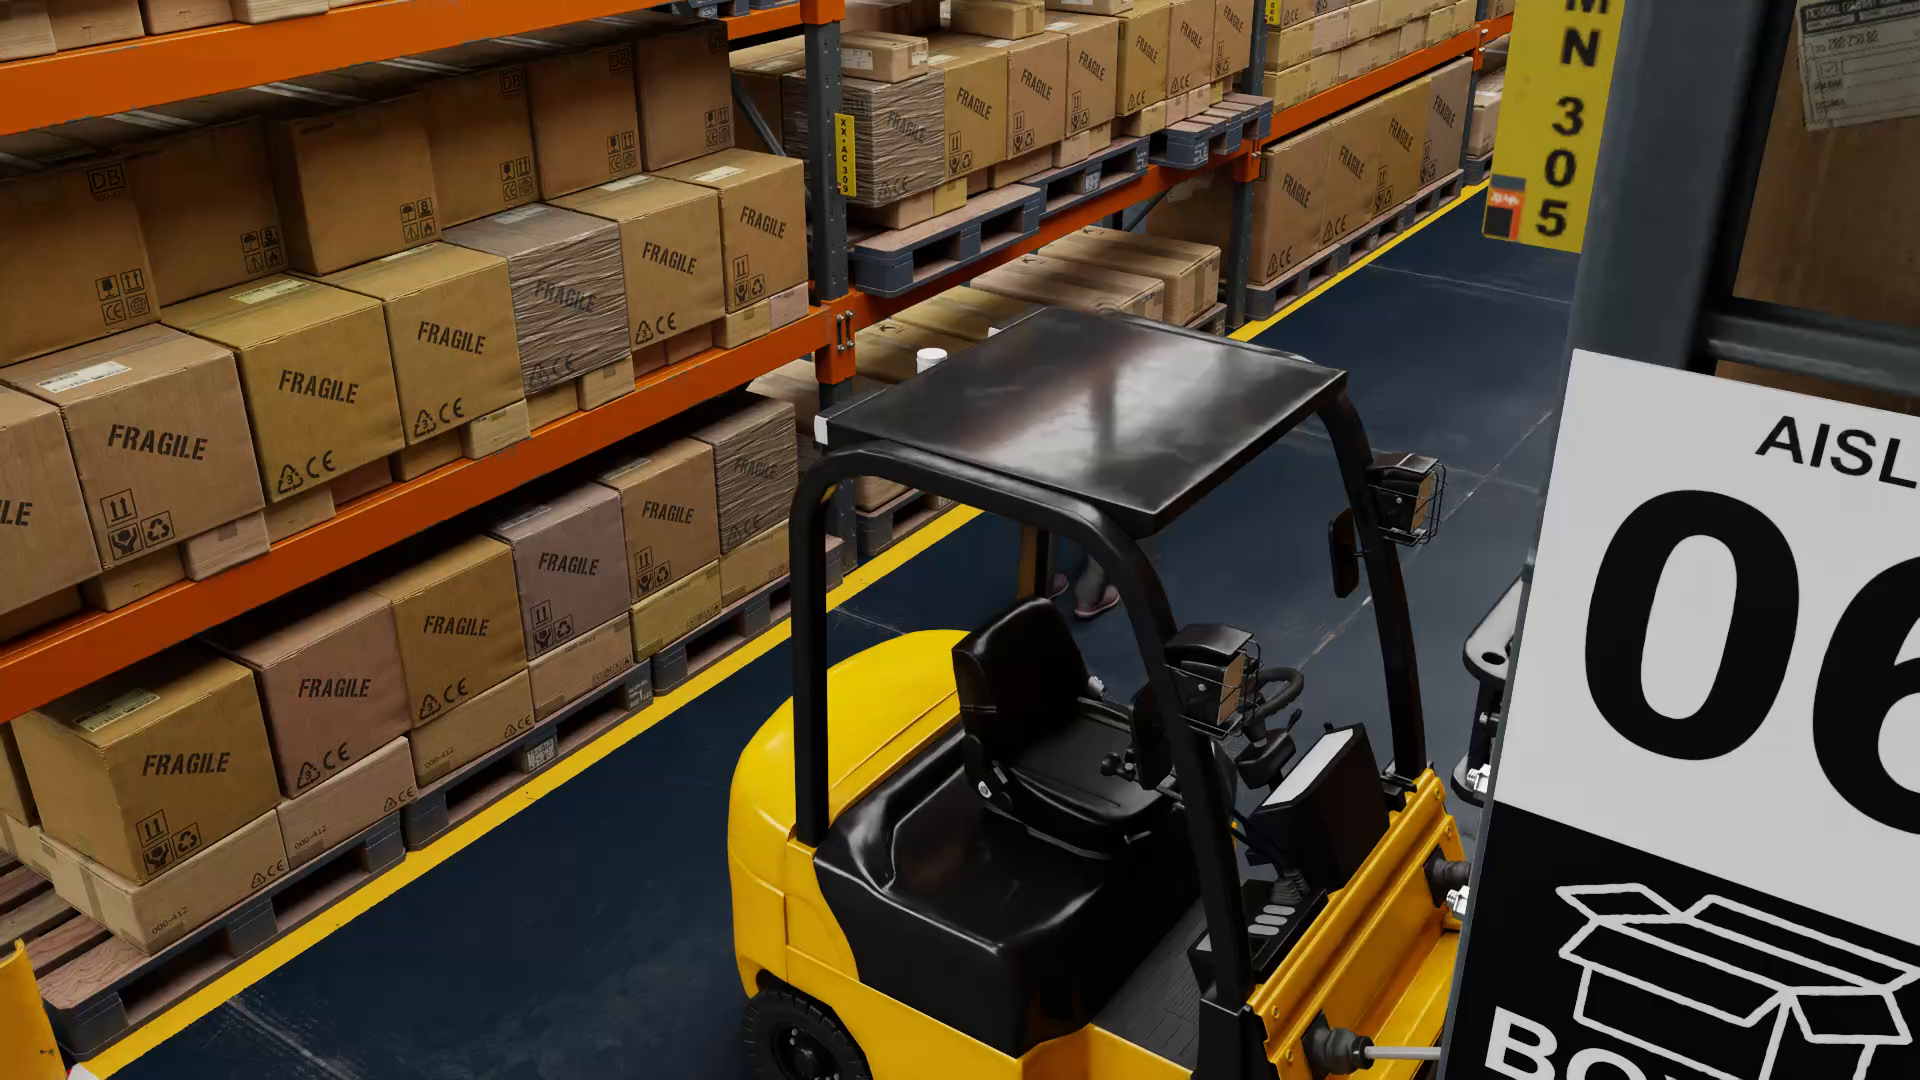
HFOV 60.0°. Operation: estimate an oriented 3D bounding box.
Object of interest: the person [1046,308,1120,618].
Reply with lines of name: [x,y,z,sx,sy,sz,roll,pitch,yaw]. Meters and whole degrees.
person: [0.489,-0.316,7.164,0.497,1.280,0.681,17,32,30]
